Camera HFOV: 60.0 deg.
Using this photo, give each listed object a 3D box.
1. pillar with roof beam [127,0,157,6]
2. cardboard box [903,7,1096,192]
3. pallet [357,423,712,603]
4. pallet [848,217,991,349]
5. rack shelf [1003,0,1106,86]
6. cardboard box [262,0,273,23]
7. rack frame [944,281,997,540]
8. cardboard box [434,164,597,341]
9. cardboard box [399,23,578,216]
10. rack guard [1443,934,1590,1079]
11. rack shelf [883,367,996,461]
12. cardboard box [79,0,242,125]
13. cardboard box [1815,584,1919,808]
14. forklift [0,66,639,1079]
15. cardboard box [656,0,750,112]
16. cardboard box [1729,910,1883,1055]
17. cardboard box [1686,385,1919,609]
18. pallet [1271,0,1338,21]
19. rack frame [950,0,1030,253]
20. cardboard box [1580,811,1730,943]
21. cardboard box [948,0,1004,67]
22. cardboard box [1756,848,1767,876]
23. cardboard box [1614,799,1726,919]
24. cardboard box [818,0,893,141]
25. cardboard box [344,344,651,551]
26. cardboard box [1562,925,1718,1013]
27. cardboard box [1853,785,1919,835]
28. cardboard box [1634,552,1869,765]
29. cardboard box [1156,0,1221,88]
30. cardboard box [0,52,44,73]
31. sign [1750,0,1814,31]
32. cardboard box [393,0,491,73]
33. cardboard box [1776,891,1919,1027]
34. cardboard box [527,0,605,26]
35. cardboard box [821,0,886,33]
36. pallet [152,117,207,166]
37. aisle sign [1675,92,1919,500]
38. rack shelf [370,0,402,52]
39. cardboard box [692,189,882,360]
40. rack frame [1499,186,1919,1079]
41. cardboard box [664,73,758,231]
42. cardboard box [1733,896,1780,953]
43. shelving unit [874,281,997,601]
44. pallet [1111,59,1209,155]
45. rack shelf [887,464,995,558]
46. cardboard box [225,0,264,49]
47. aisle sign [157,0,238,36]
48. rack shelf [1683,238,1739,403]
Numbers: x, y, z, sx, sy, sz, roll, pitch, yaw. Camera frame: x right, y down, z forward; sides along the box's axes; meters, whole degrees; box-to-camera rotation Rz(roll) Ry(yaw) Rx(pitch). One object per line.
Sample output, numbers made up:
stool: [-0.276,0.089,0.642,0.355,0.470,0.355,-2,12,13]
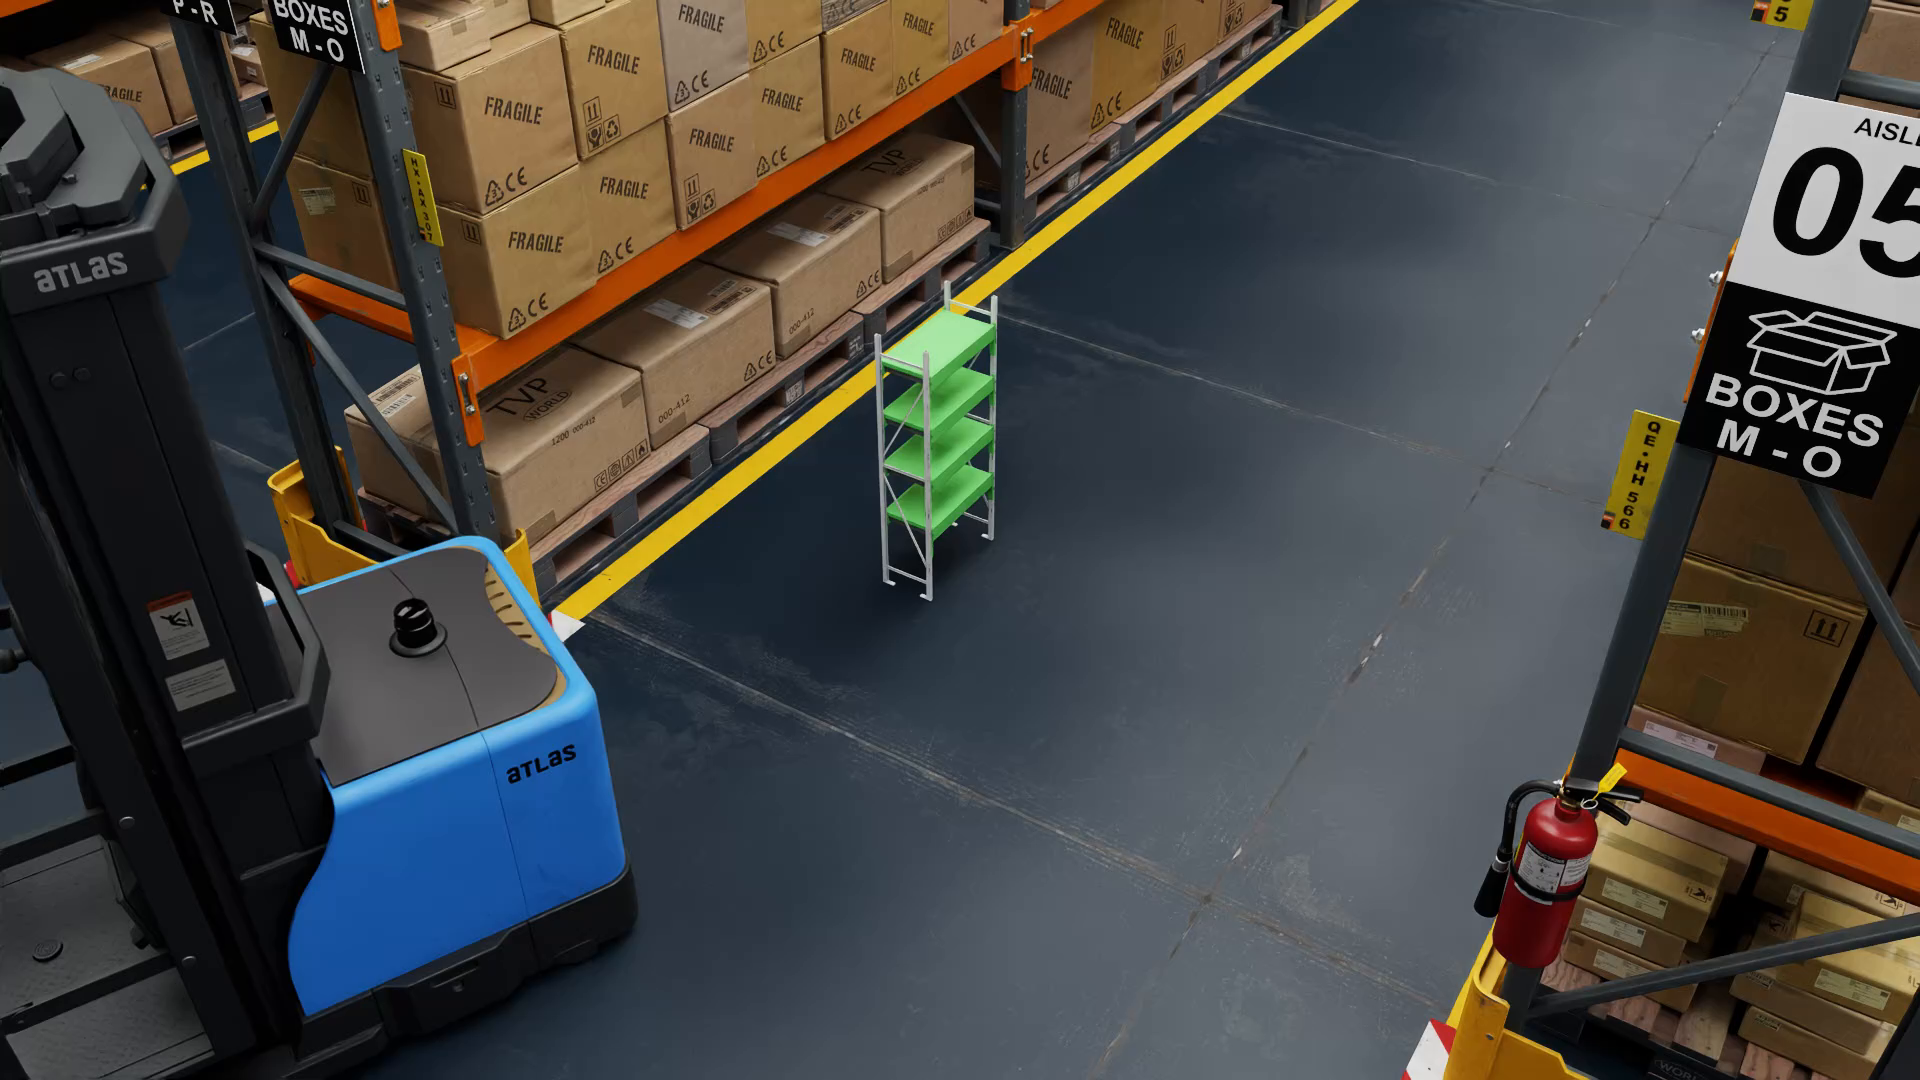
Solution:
pillar with roof beam: [-1.784,-5.523,7.044,9.100,9.000,0.400,21,42,25]
cardboard box: [0.173,-2.668,9.651,0.875,0.875,0.875,23,43,26]
pallet: [-1.872,-0.269,7.426,1.003,0.211,1.213,21,42,25]
pallet: [-0.565,-1.527,9.058,1.003,0.211,1.213,21,42,25]
rack shelf: [0.980,-3.744,10.239,1.077,0.370,4.000,21,42,25]
cardboard box: [-2.211,-1.879,5.798,0.380,0.149,0.250,22,43,26]
rack frame: [0.042,-0.516,6.936,0.240,1.200,0.015,21,42,25]
cardboard box: [-1.735,-1.129,6.175,0.500,0.500,0.500,21,42,25]
cardboard box: [-1.737,-1.525,5.871,0.500,0.500,0.500,20,42,24]
rack guard: [2.040,1.582,4.788,1.175,0.500,0.348,21,42,25]
rack shelf: [-0.089,-0.529,6.665,0.258,0.148,0.480,21,42,25]
cardboard box: [-4.973,-2.981,10.364,0.700,0.500,0.500,20,42,23]
cardboard box: [2.473,0.333,4.036,0.500,0.500,0.500,23,43,27]
forklift: [-2.588,0.379,4.357,3.031,2.935,1.130,-21,42,-25]
cardboard box: [-1.197,-2.062,6.567,0.500,0.500,0.500,21,42,25]
cardboard box: [2.497,1.290,4.867,0.380,0.149,0.250,23,43,27]
cardboard box: [2.035,-0.239,3.959,0.500,0.500,0.500,20,42,24]
pallet: [2.472,-4.358,12.730,1.003,0.211,1.213,21,42,25]
rack frame: [-0.091,-2.998,8.682,1.000,3.000,0.127,21,42,25]
cardboard box: [2.069,1.003,4.996,0.380,0.149,0.250,22,43,26]
cardboard box: [-0.124,-2.715,8.233,0.500,0.500,0.500,22,43,26]
cardboard box: [2.748,1.012,5.227,0.380,0.149,0.250,22,43,26]
cardboard box: [2.227,0.994,5.251,0.380,0.149,0.250,20,42,24]
cardboard box: [-0.652,-2.184,7.544,0.500,0.500,0.500,21,42,24]
cardboard box: [-1.965,-0.460,7.145,0.875,0.438,0.875,20,42,24]
cardboard box: [2.105,1.255,5.157,0.380,0.149,0.250,22,43,26]
cardboard box: [2.450,0.671,4.128,0.380,0.149,0.250,21,42,25]
cardboard box: [2.023,0.158,4.262,0.500,0.500,0.500,22,43,26]
cardboard box: [1.130,-3.597,10.856,0.875,0.875,0.875,22,43,26]
cardboard box: [-5.529,-2.446,9.669,0.700,0.500,0.500,23,43,27]
sign: [1.542,-1.099,3.037,0.100,0.325,0.005,21,42,25]
cardboard box: [-1.810,-1.721,5.593,0.380,0.149,0.250,22,43,26]
cardboard box: [2.567,1.200,4.741,0.380,0.149,0.250,19,42,23]
cardboard box: [-1.494,-1.975,5.924,0.380,0.149,0.250,23,43,26]
cardboard box: [-0.654,-2.575,7.233,0.500,0.500,0.500,22,43,26]
pallet: [-5.306,-2.530,10.359,1.003,0.211,1.213,21,42,25]
aisle sign: [1.707,-0.459,3.259,0.394,0.787,0.004,21,42,25]
rack shelf: [-1.163,-2.870,6.648,1.077,0.370,4.000,21,42,25]
cardboard box: [-0.997,-1.399,8.362,0.875,0.438,0.875,20,42,24]
rack frame: [1.999,0.631,3.974,1.000,3.000,0.127,21,42,25]
cardboard box: [-1.200,-1.655,6.858,0.500,0.500,0.500,21,42,25]
cardboard box: [2.622,1.267,5.141,0.380,0.149,0.250,21,42,25]
shelving unit: [-0.089,-0.390,6.773,0.258,1.200,0.503,21,42,25]
pallet: [0.911,-2.947,10.900,1.003,0.211,1.213,21,42,25]
rack shelf: [-0.089,-0.149,6.959,0.258,0.148,0.480,21,42,25]
cardboard box: [-4.838,-3.458,11.137,0.500,0.311,0.500,23,43,27]
aisle sign: [-2.535,-2.029,5.297,0.394,0.787,0.004,21,42,25]
rack shelf: [3.071,-1.303,4.615,1.077,0.370,4.000,21,42,25]
